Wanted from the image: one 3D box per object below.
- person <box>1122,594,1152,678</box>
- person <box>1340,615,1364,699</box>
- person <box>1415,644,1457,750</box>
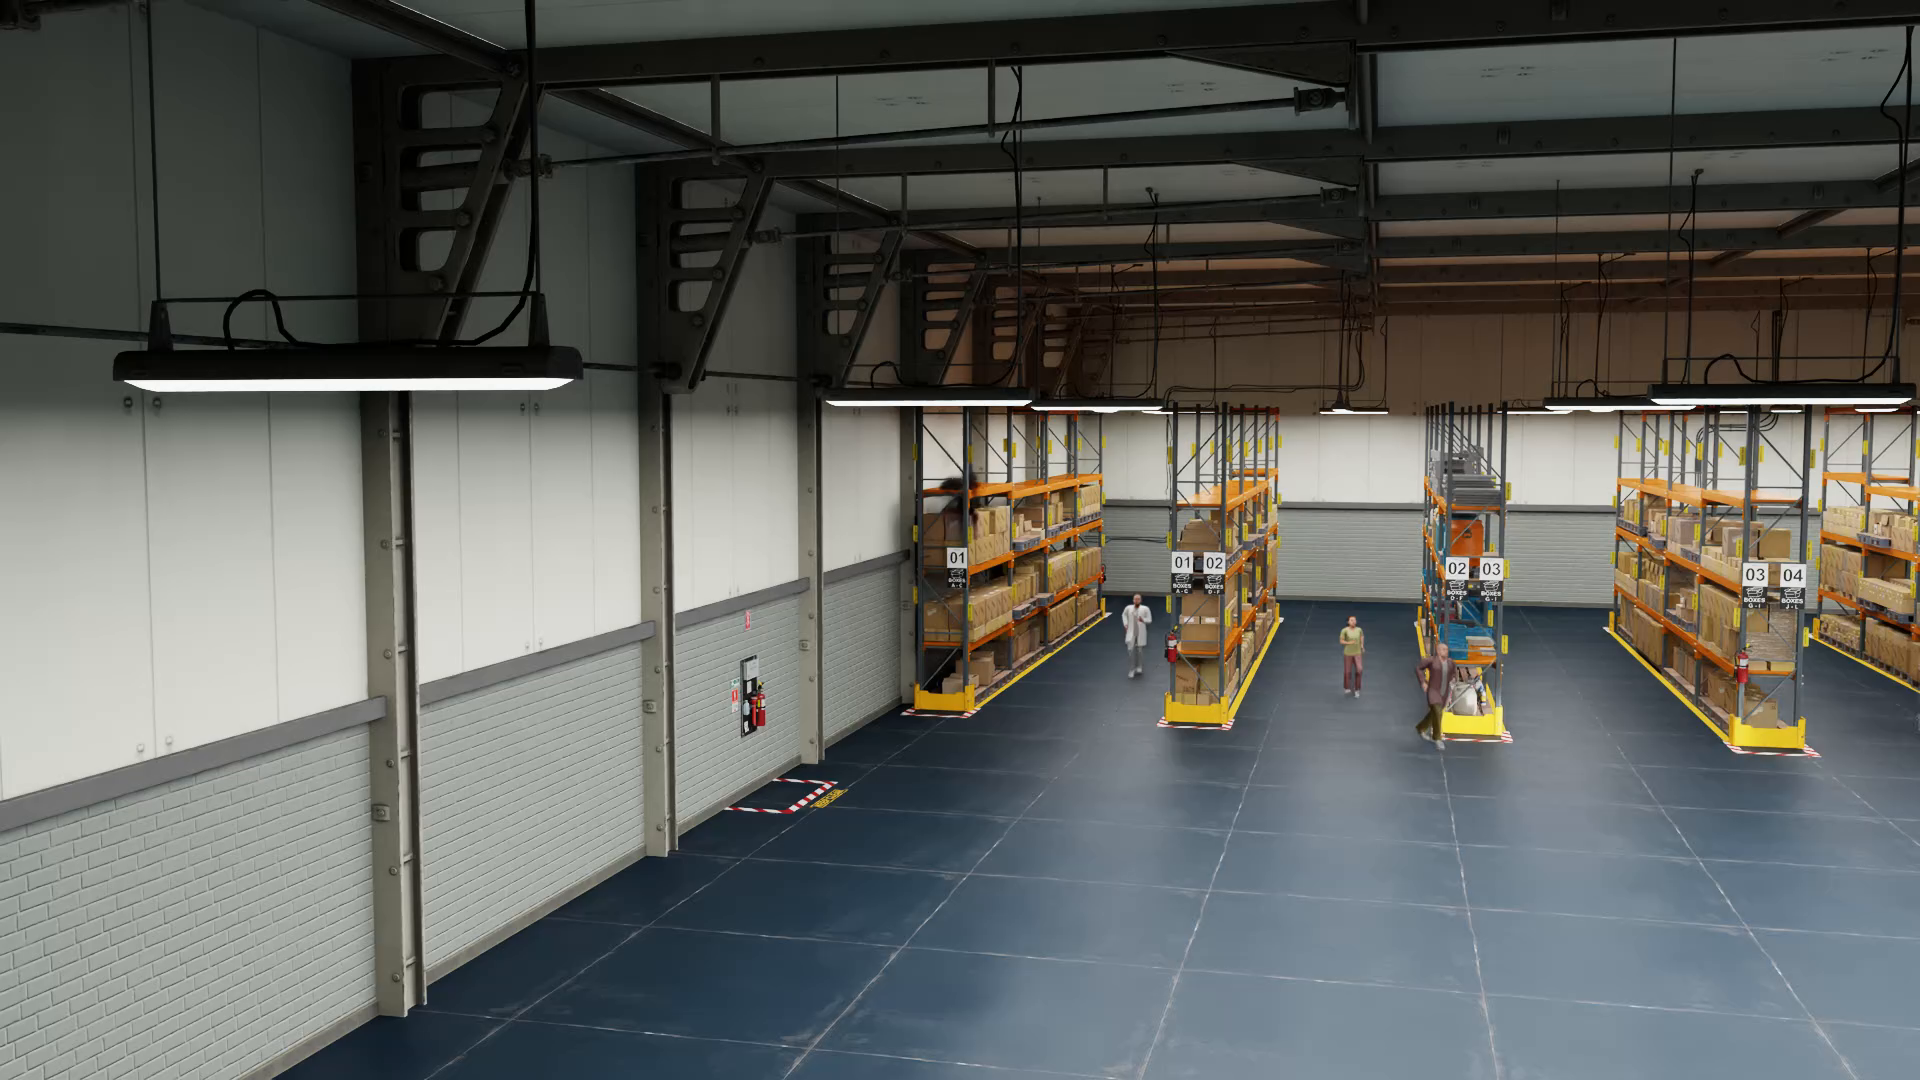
[{"bbox_3d":[3.902,2.120,36.793,0.682,1.841,0.801,1,4,11],"label":"person"},{"bbox_3d":[8.026,2.373,34.036,0.543,1.700,0.708,0,4,1],"label":"person"},{"bbox_3d":[8.346,2.717,29.082,0.715,1.842,0.910,-2,5,-23],"label":"person"}]
